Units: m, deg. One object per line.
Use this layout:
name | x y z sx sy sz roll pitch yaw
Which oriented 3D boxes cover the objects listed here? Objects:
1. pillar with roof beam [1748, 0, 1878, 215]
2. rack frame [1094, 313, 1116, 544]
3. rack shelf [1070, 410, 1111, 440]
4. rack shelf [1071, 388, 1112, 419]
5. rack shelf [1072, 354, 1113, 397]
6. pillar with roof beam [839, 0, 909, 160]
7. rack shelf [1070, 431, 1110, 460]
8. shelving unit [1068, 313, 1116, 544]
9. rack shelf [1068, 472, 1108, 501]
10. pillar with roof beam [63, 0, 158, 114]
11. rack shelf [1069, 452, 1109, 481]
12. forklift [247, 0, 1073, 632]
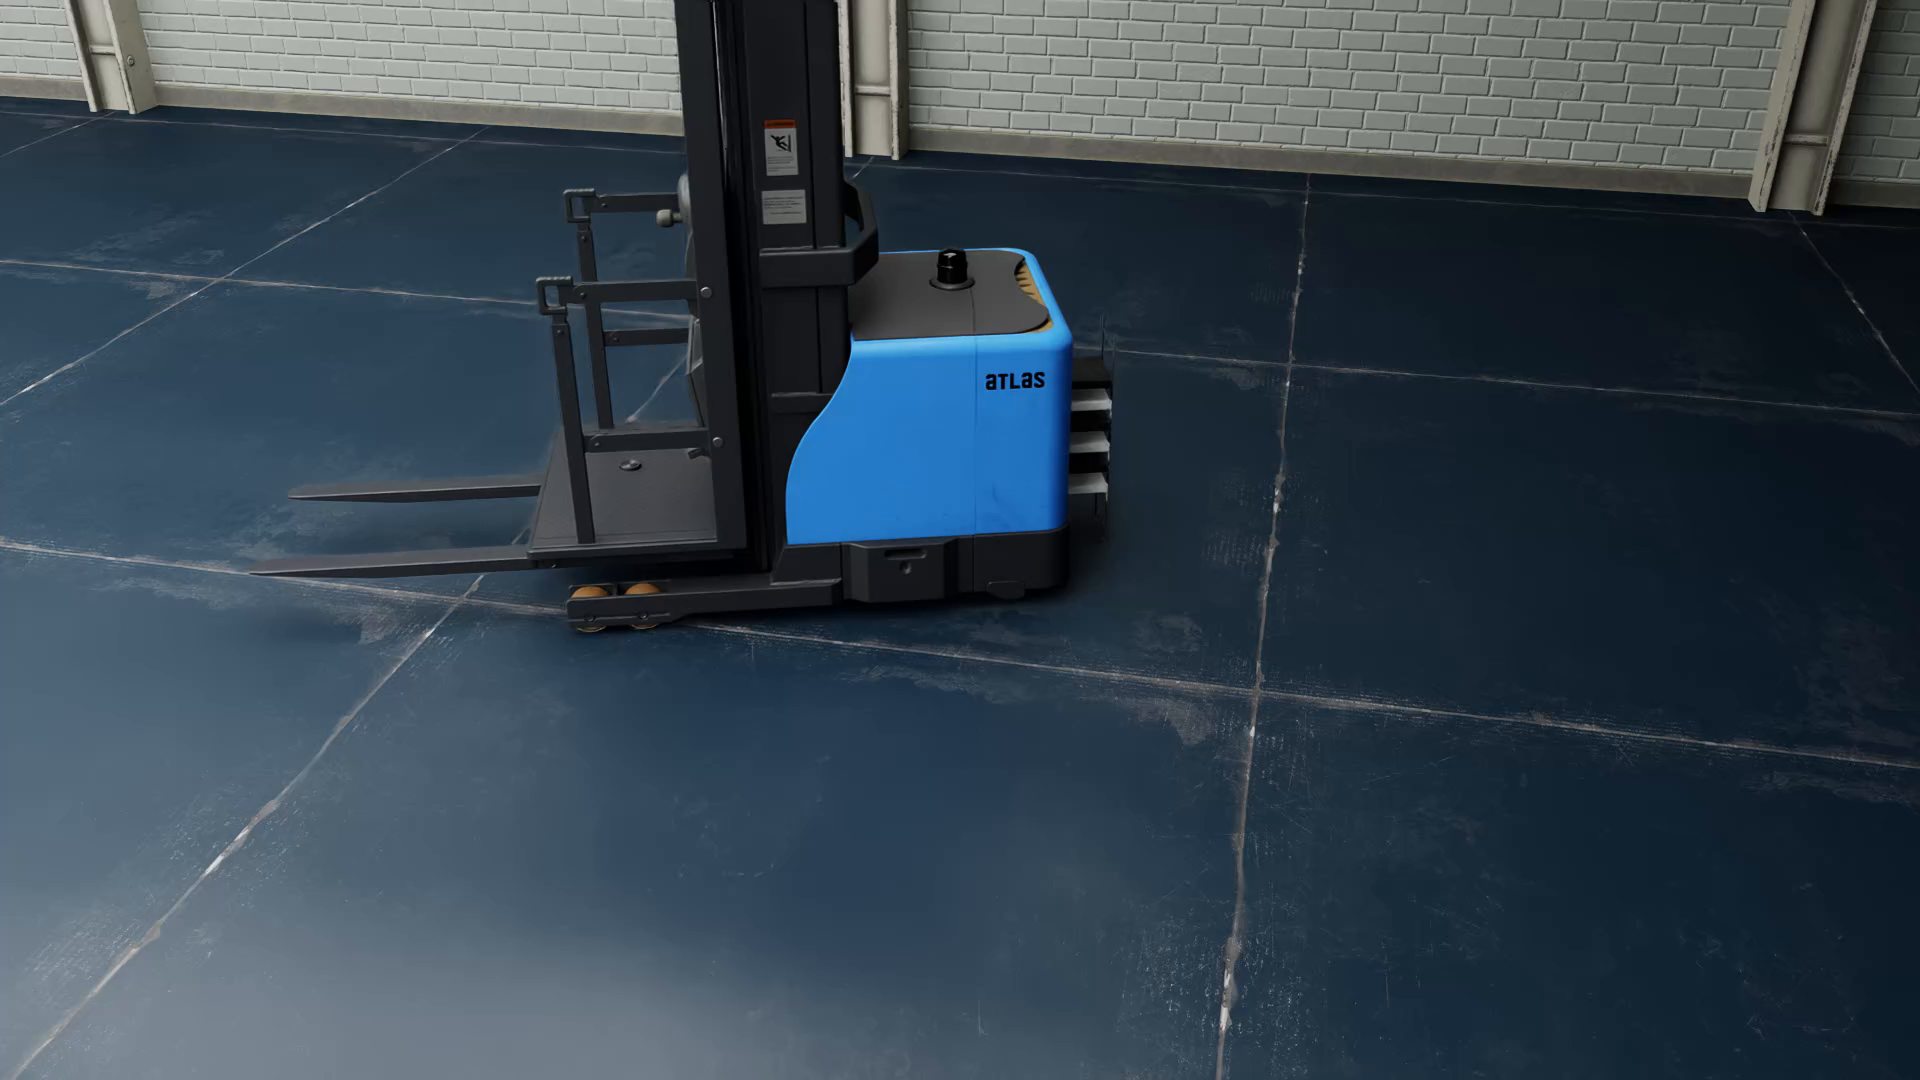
pillar with roof beam | 4.385 -4.065 4.804 0.400 9.000 9.100 6 29 11
rack frame | 0.575 -0.435 6.607 0.006 0.900 0.240 -3 29 -6
rack shelf | 0.474 -0.479 6.569 0.200 0.077 0.258 -3 29 -6
rack shelf | 0.474 -0.558 6.526 0.200 0.077 0.258 -3 29 -6
rack shelf | 0.474 -0.637 6.483 0.200 0.077 0.258 -3 29 -6
pillar with roof beam | -1.482 -4.666 5.903 0.400 9.000 9.100 6 29 11
rack shelf | 0.474 -0.400 6.612 0.200 0.077 0.258 -3 29 -6
shelving unit | 0.474 -0.429 6.596 0.210 0.900 0.258 -3 29 -6
rack shelf | 0.474 -0.242 6.699 0.200 0.077 0.258 -3 29 -6
pillar with roof beam | -7.350 -5.268 7.002 0.400 9.000 9.100 6 29 11
rack shelf | 0.474 -0.321 6.656 0.200 0.077 0.258 -3 29 -6
forklift | -1.138 -1.214 5.915 3.031 2.935 1.130 -3 29 -6
